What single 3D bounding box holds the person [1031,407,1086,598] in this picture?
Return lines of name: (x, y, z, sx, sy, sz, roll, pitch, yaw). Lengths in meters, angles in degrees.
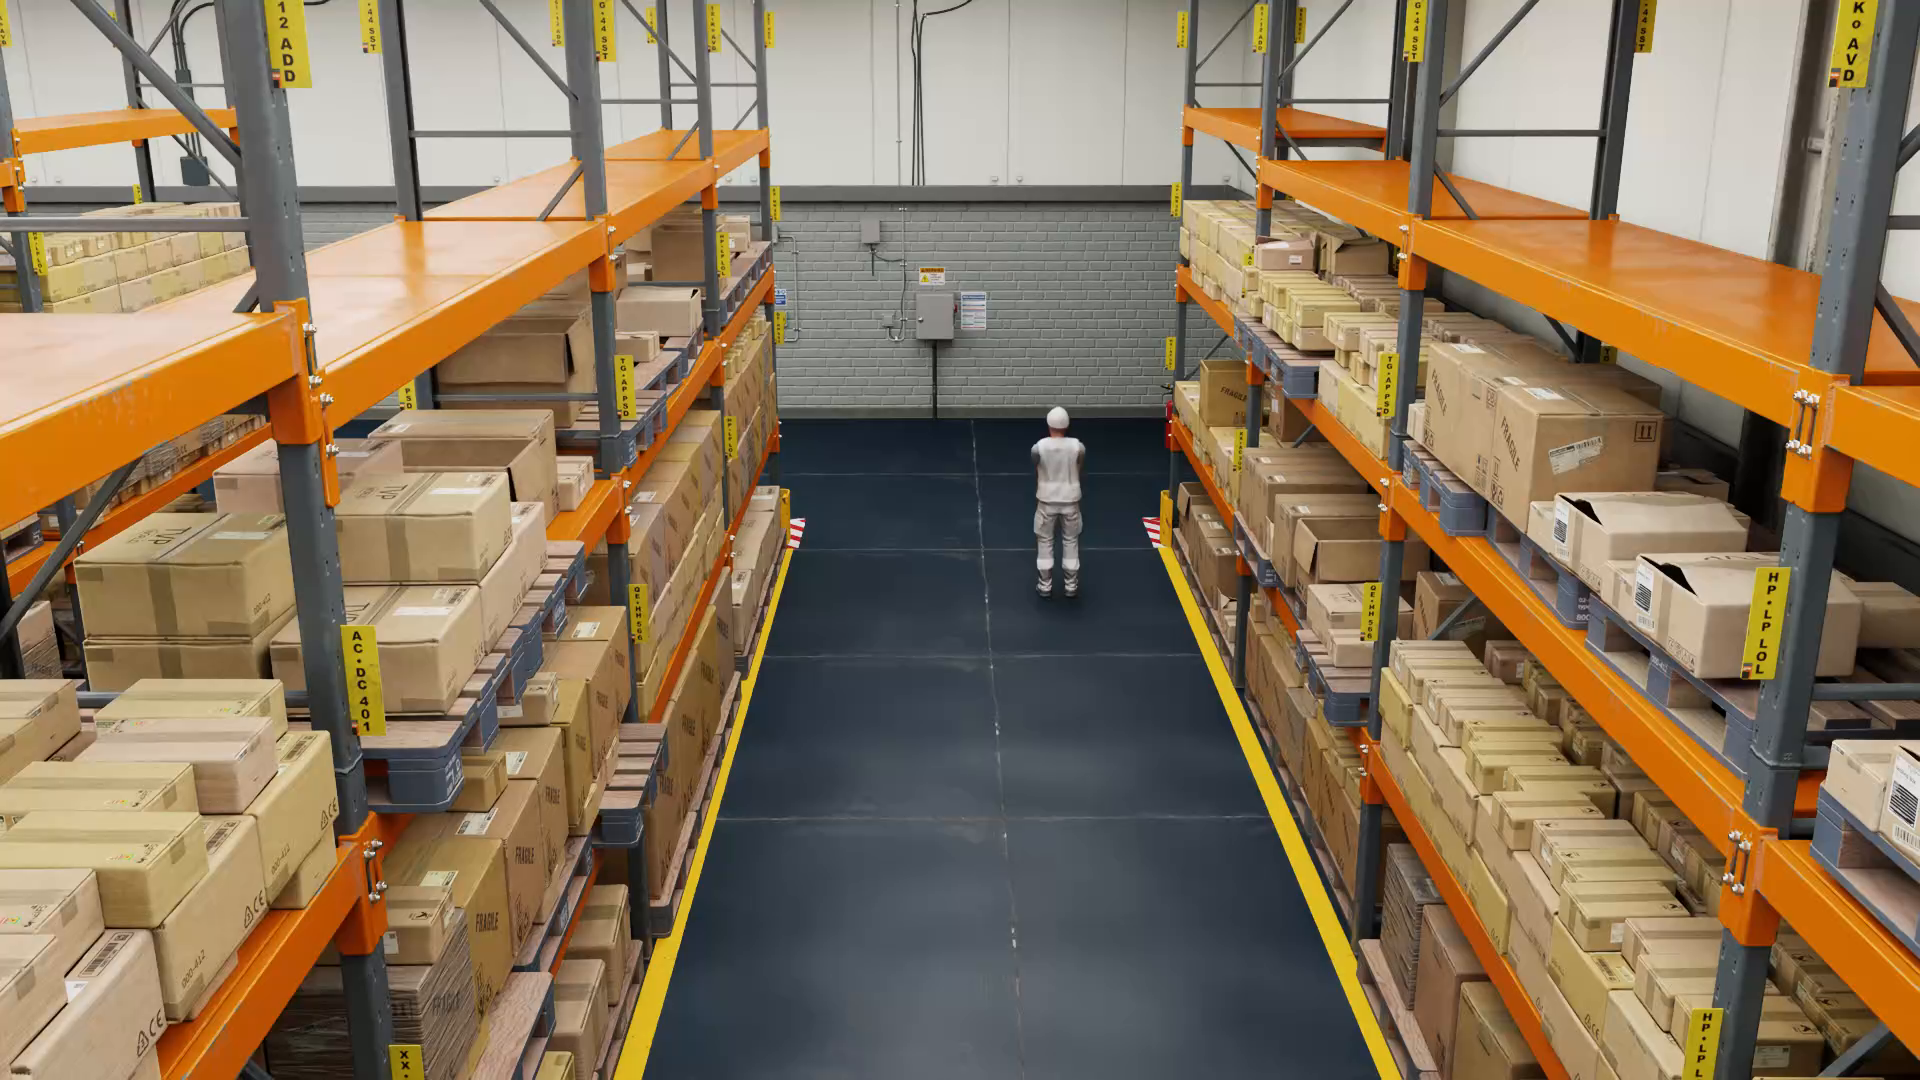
person: (0.888, -0.380, 15.260, 0.494, 1.782, 0.569, 0, 17, 0)
